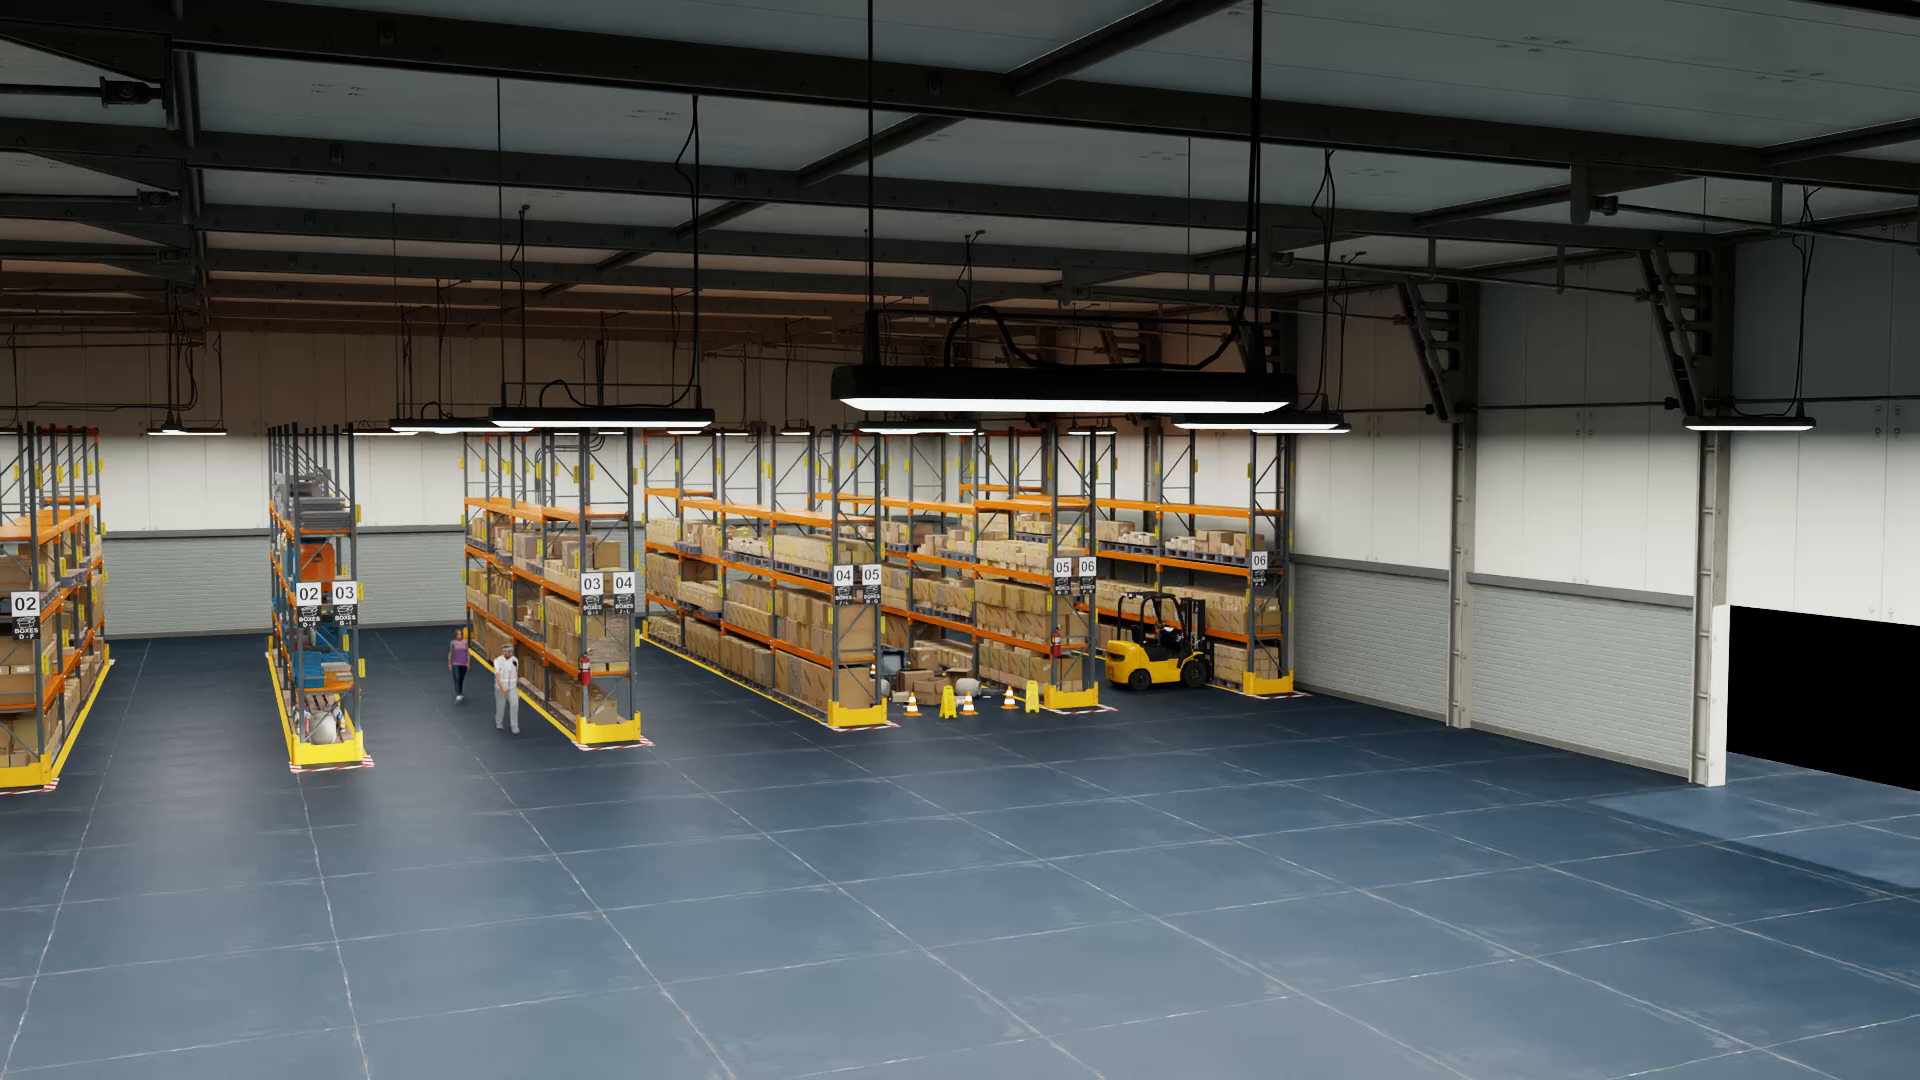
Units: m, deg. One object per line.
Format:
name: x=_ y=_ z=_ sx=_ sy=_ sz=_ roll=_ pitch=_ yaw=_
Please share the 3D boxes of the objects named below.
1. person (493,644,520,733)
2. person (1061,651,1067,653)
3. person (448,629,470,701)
person: x=-8.834 y=2.873 z=32.483 sx=0.528 sy=1.699 sz=0.978 roll=-2 pitch=4 yaw=-35
person: x=2.370 y=2.499 z=39.815 sx=0.572 sy=1.600 sz=0.709 roll=-1 pitch=4 yaw=-21
person: x=-10.884 y=2.715 z=36.191 sx=0.460 sy=1.548 sz=0.947 roll=-3 pitch=4 yaw=-36
